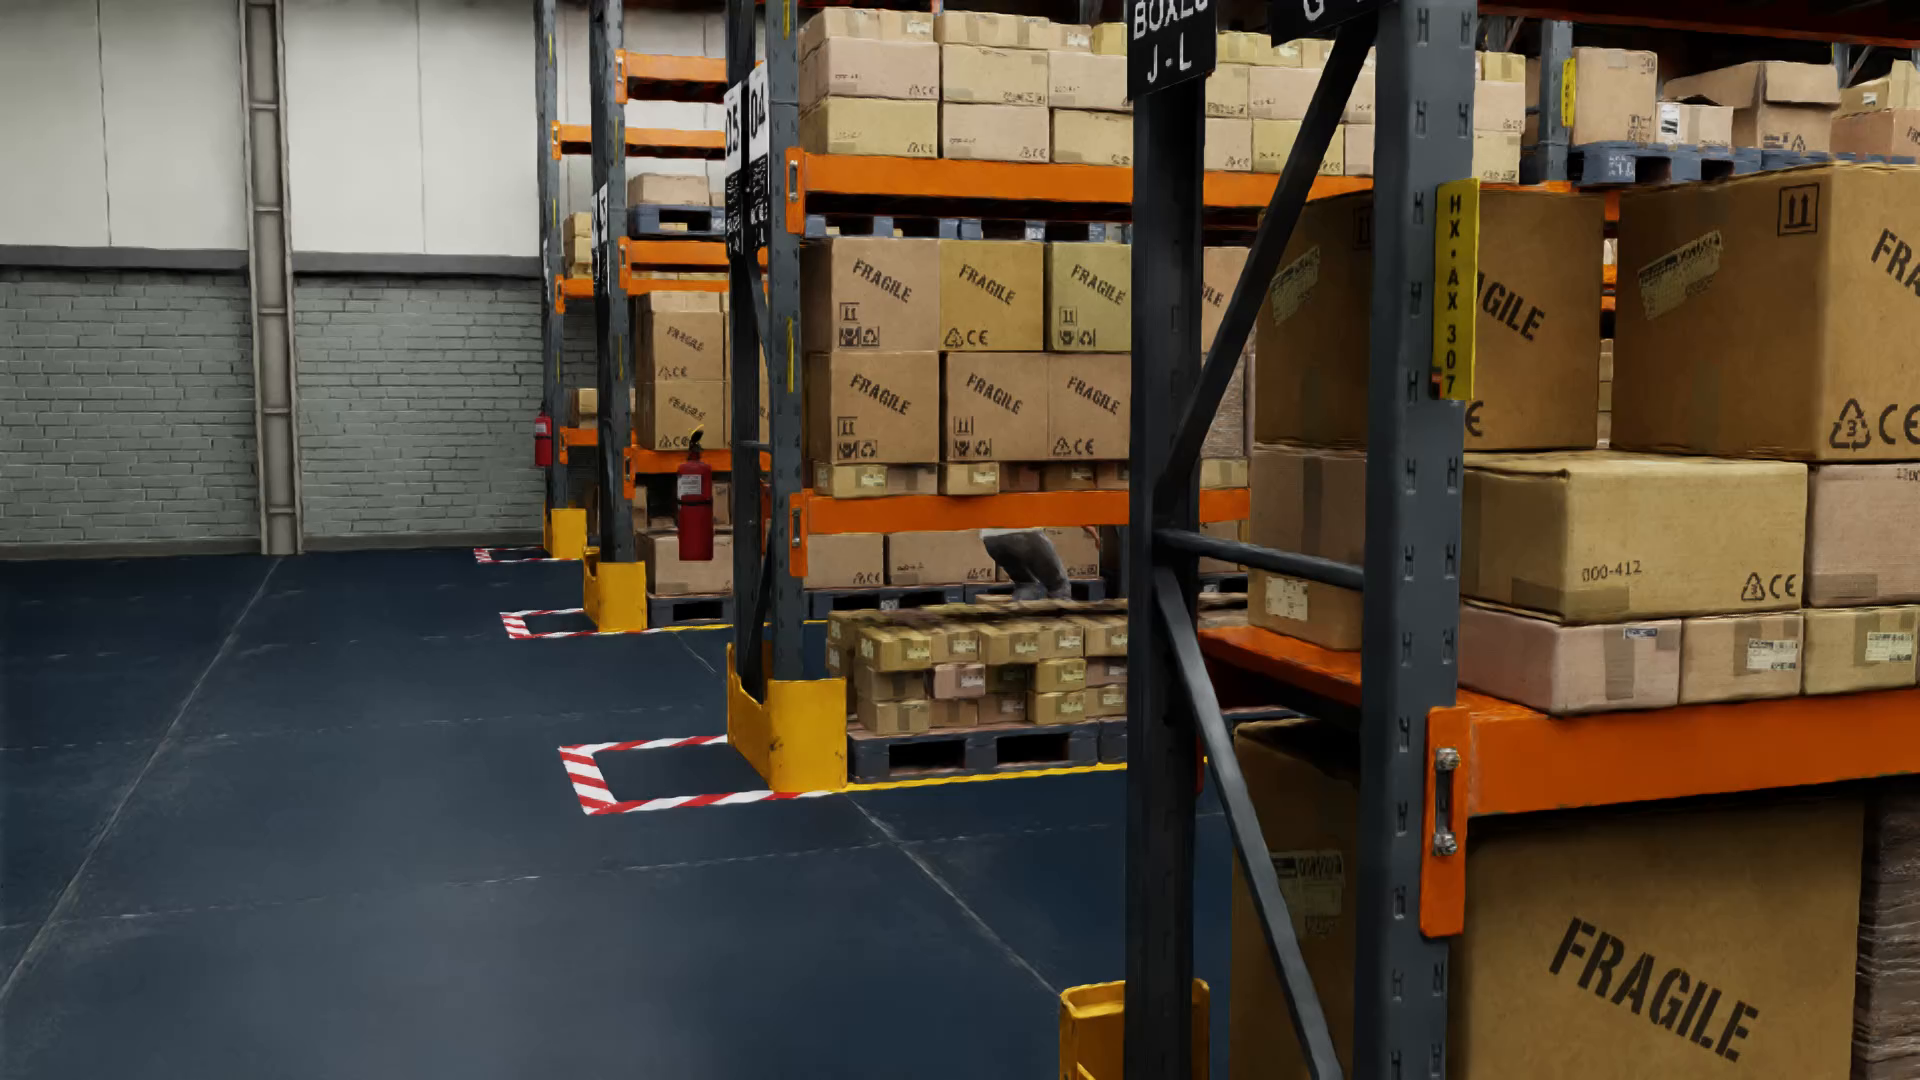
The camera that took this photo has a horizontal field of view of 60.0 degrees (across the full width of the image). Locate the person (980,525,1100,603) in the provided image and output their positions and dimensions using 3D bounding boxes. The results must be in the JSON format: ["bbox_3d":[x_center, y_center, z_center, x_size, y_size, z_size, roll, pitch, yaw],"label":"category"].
[{"bbox_3d":[0.465,-0.044,10.781,0.911,1.710,0.517,5,8,43],"label":"person"}]
